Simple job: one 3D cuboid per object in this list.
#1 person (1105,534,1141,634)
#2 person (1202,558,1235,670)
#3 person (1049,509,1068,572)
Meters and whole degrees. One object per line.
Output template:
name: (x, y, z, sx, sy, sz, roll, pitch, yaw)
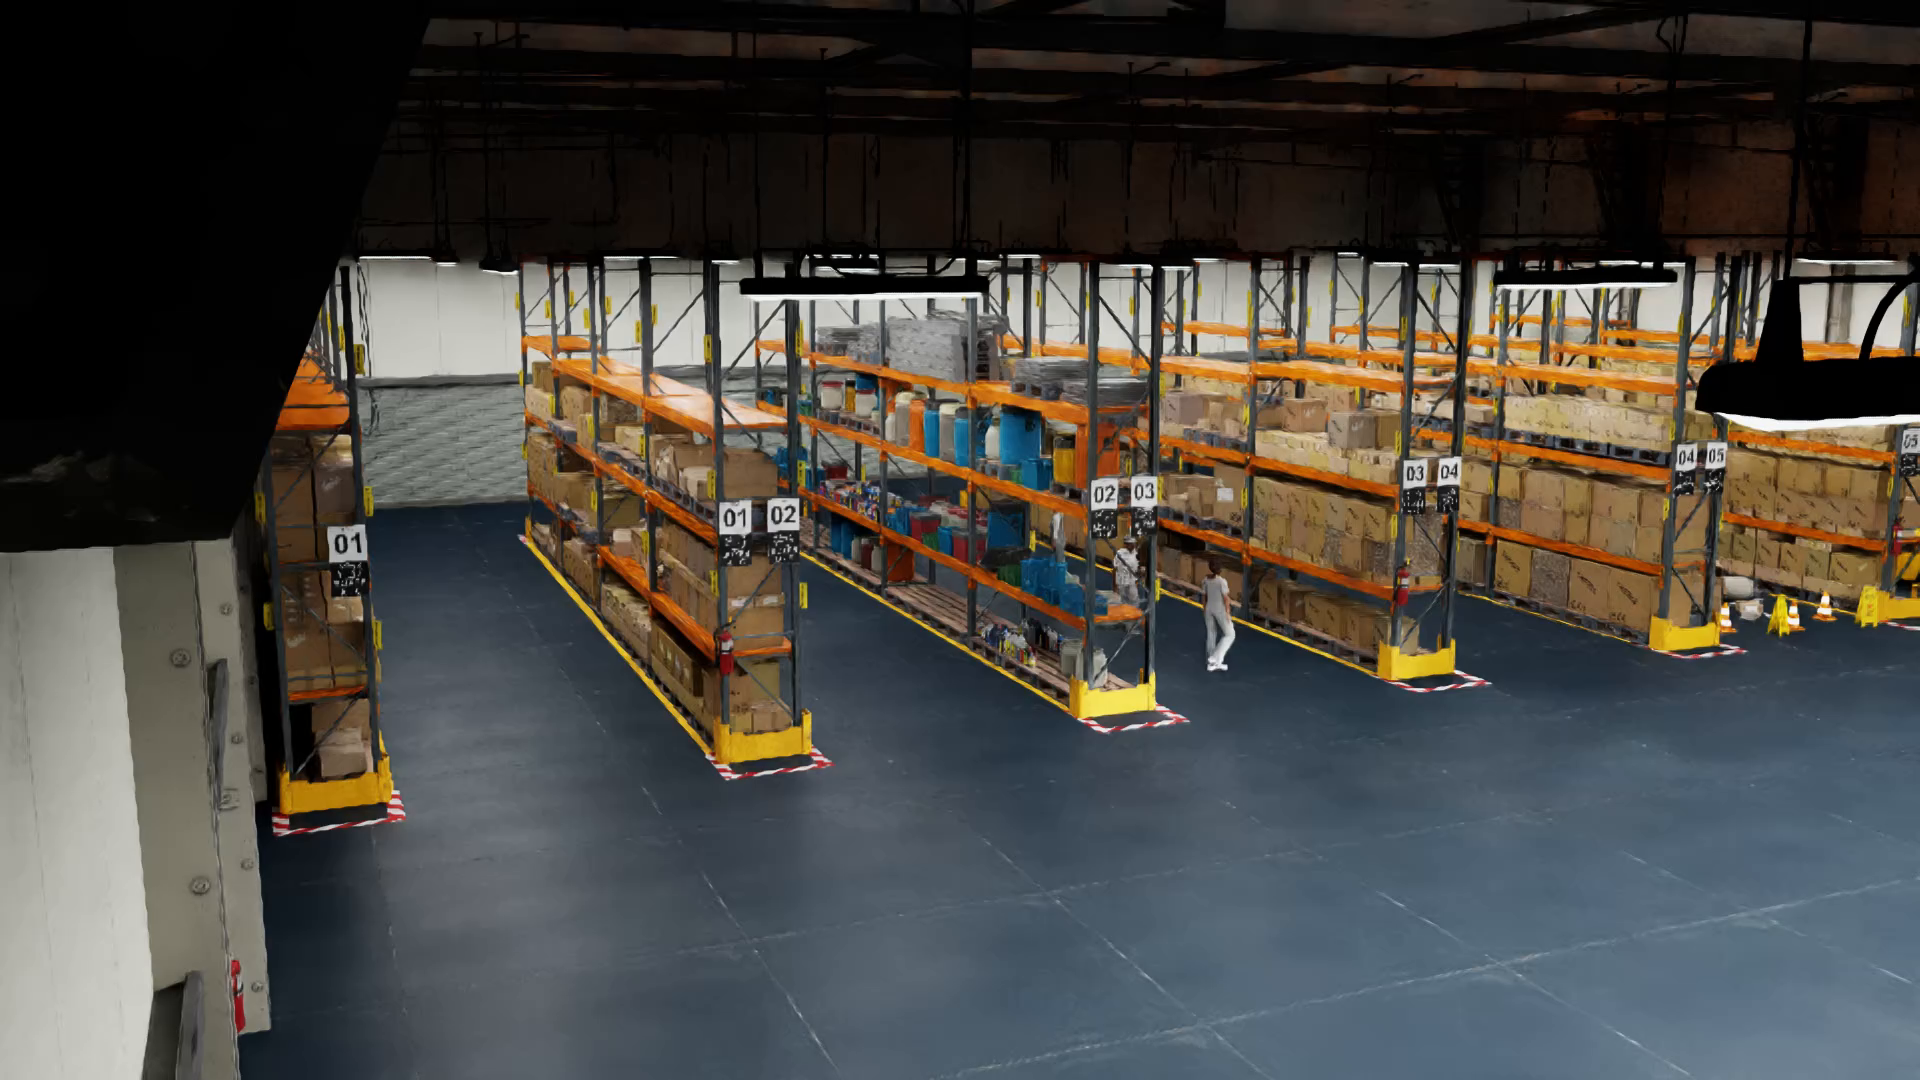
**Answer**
person: (2.617, 0.671, 26.823, 0.587, 1.644, 0.662, -6, 12, -30)
person: (3.765, 1.094, 24.413, 0.503, 1.670, 0.432, 8, 13, 39)
person: (1.755, 0.048, 30.275, 0.522, 1.591, 0.523, 1, 10, 6)
